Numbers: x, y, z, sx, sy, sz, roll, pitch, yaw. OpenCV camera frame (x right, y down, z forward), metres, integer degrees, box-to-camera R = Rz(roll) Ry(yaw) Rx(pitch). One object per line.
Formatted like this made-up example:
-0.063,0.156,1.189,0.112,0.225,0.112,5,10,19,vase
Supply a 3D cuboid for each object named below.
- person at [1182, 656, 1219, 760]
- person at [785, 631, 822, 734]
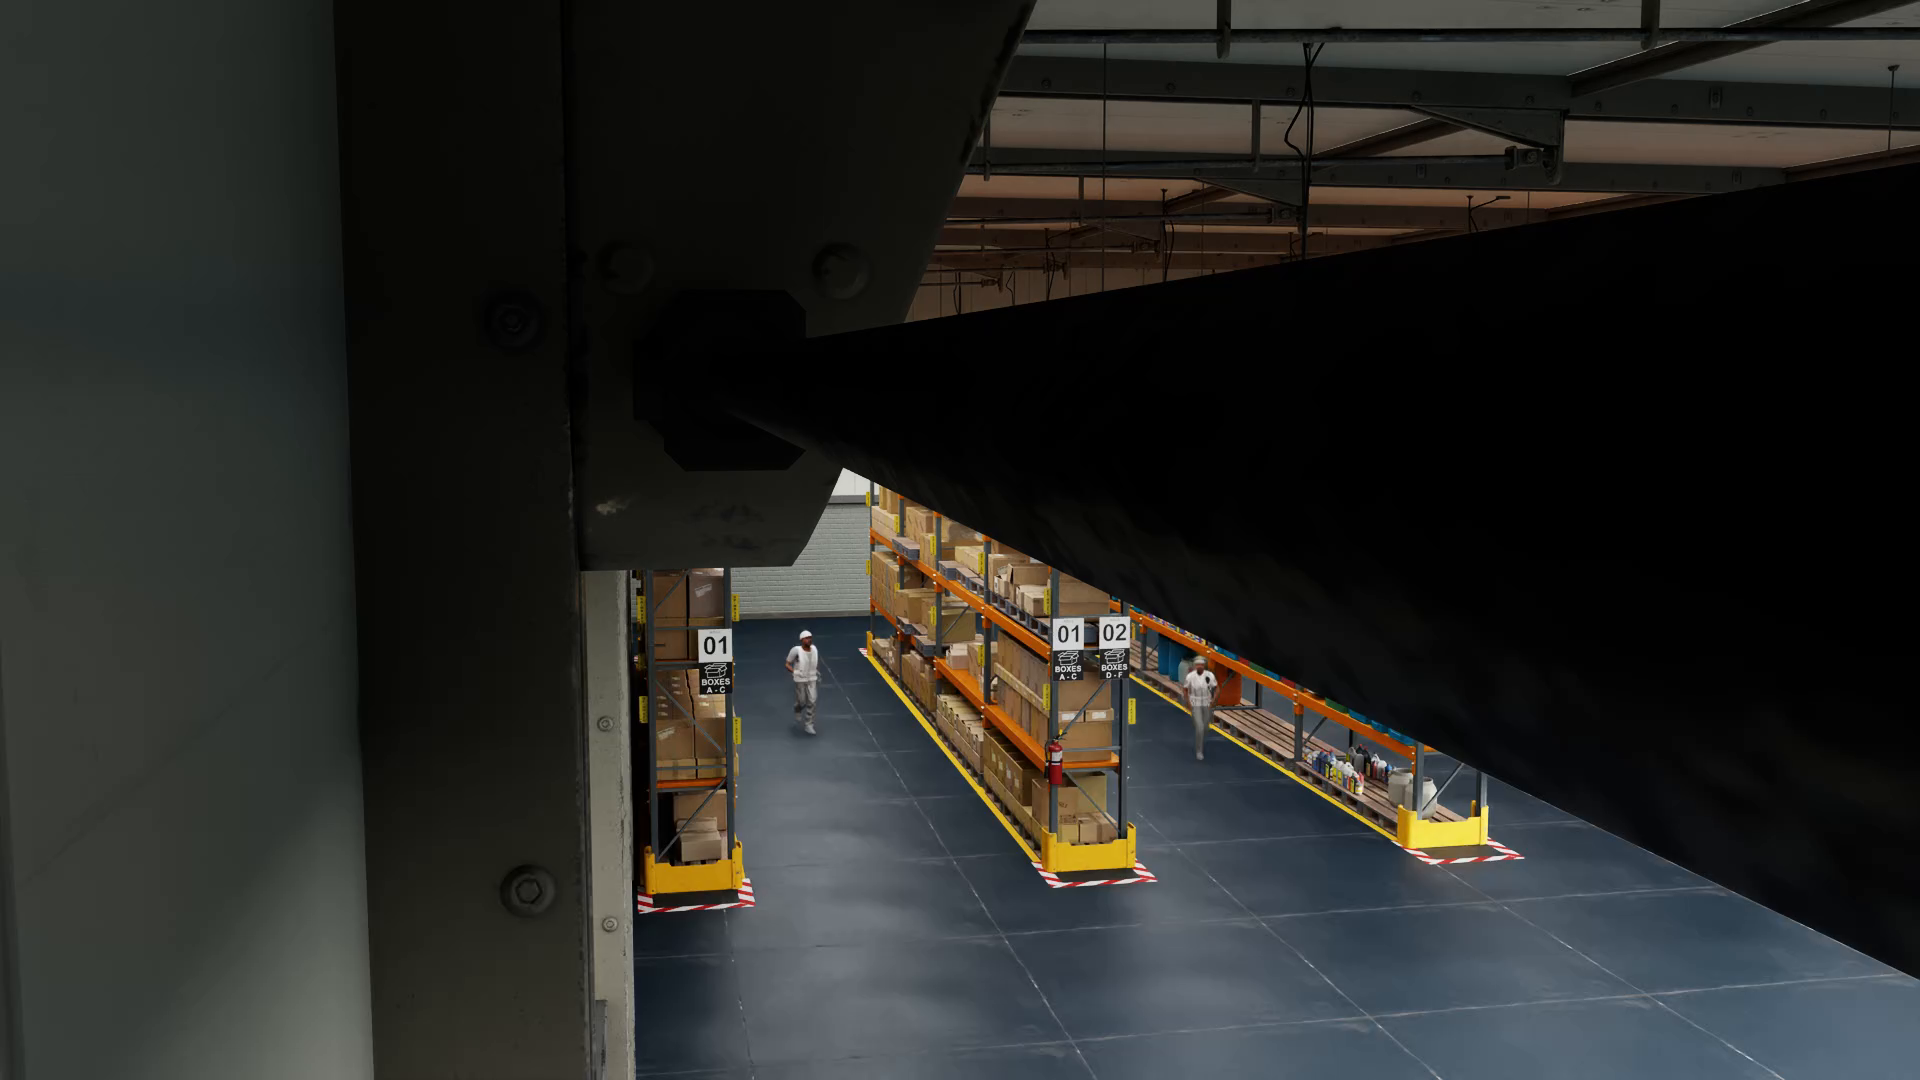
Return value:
3.893,2.686,27.033,0.563,1.685,0.659,0,6,0,person
-2.710,2.452,28.879,0.674,1.770,0.771,-4,7,-31,person
